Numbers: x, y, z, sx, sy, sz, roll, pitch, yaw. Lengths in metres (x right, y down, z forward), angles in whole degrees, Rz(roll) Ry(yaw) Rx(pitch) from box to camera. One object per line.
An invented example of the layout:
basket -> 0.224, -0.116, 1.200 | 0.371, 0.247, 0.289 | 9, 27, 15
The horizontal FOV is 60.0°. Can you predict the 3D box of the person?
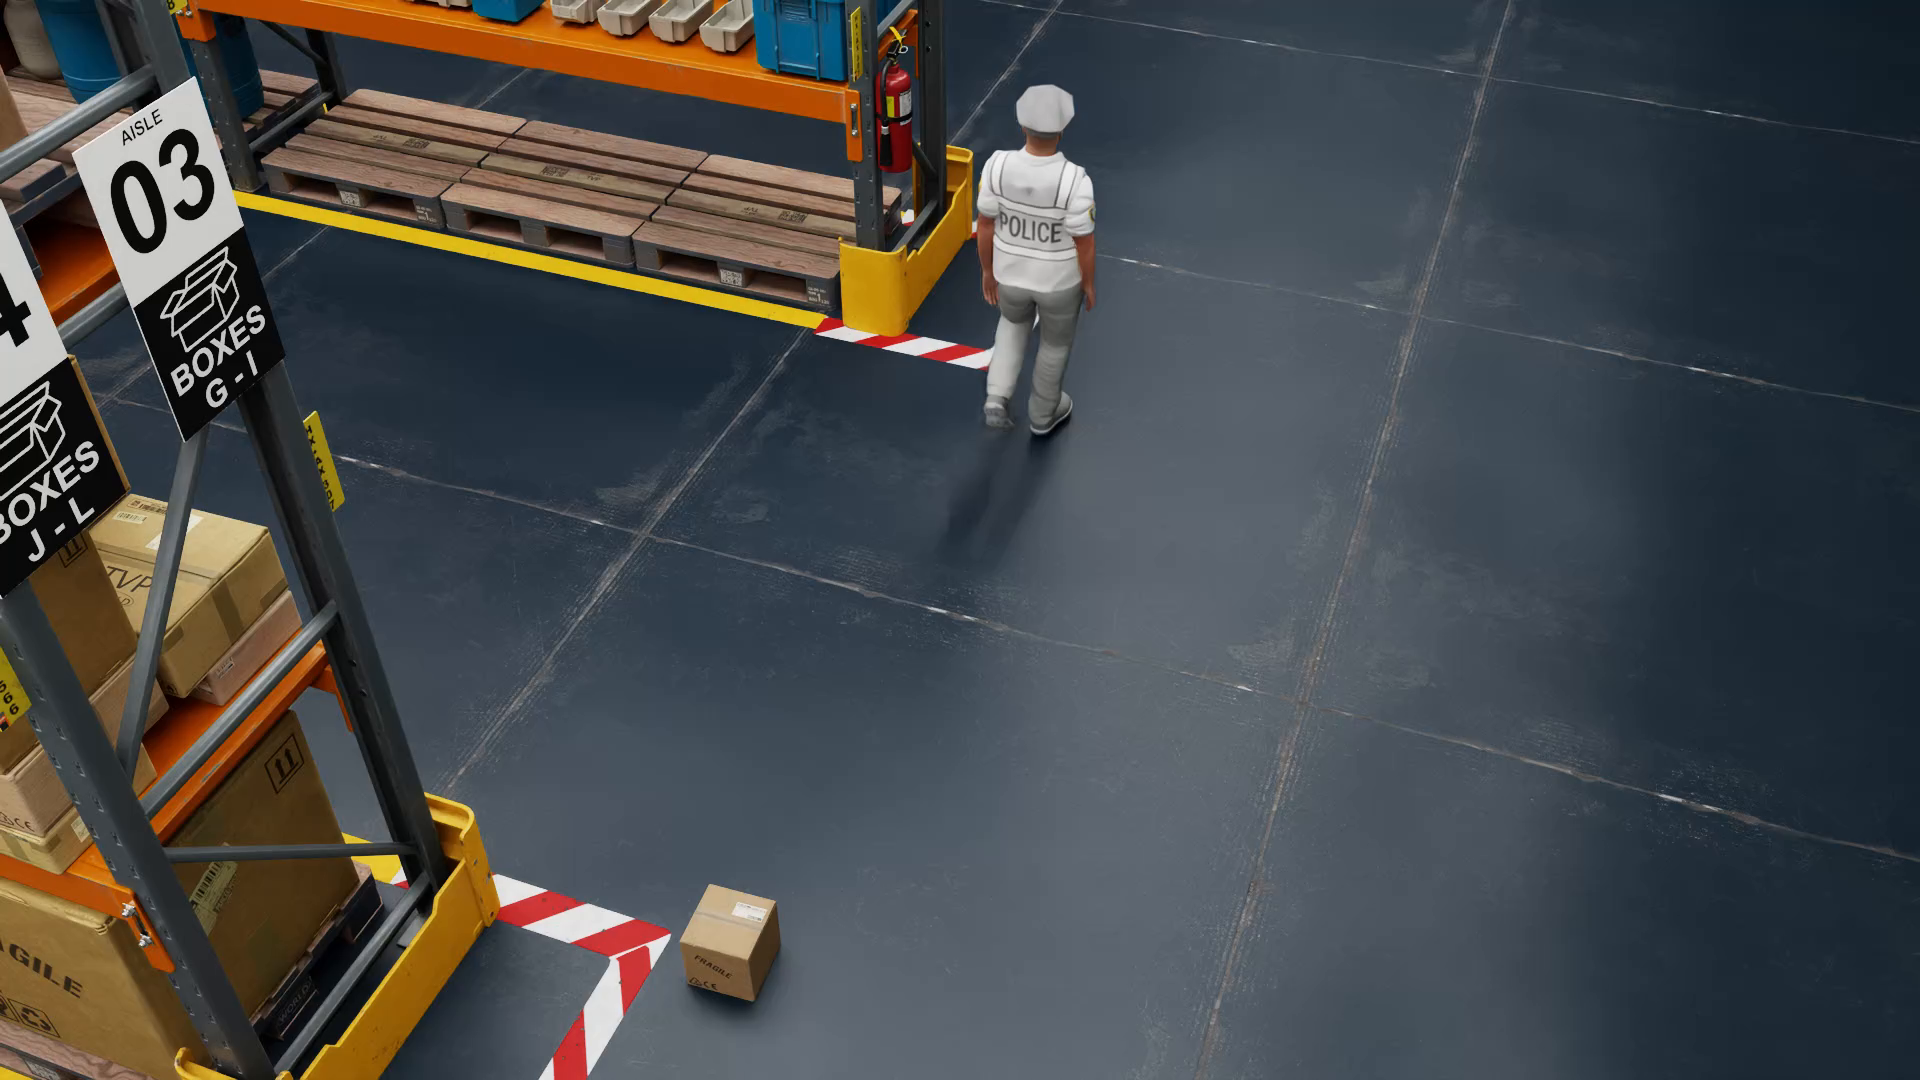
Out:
person -> 0.348, -1.210, 7.484 | 0.537, 1.758, 0.528 | 16, 44, 17
